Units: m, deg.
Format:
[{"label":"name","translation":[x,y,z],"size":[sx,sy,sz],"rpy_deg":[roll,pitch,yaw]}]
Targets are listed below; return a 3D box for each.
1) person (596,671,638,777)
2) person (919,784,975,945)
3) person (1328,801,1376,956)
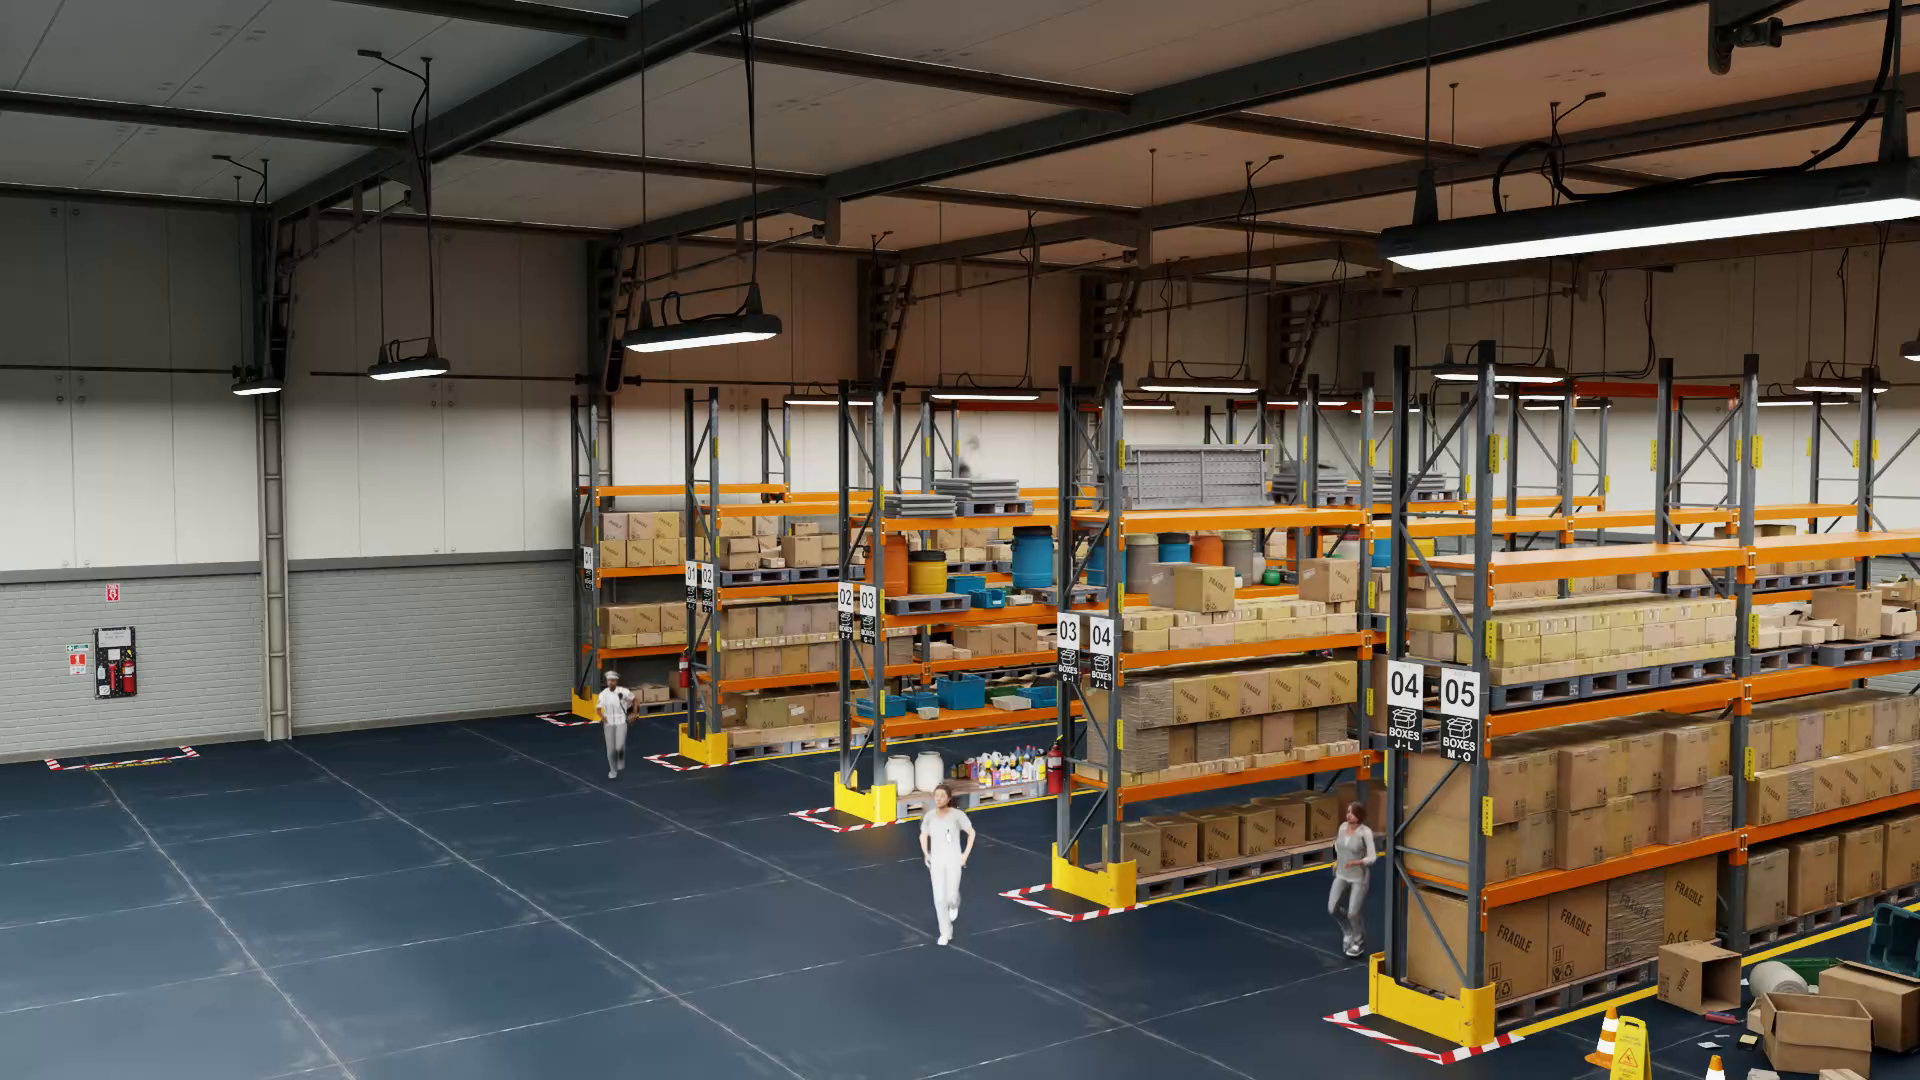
[{"label":"person","translation":[-5.237,2.814,25.342],"size":[0.604,1.660,0.696],"rpy_deg":[0,3,-2]},{"label":"person","translation":[-0.130,3.320,17.152],"size":[0.573,1.638,0.647],"rpy_deg":[1,4,14]},{"label":"person","translation":[3.860,3.377,16.524],"size":[0.527,1.559,0.550],"rpy_deg":[3,5,43]}]
